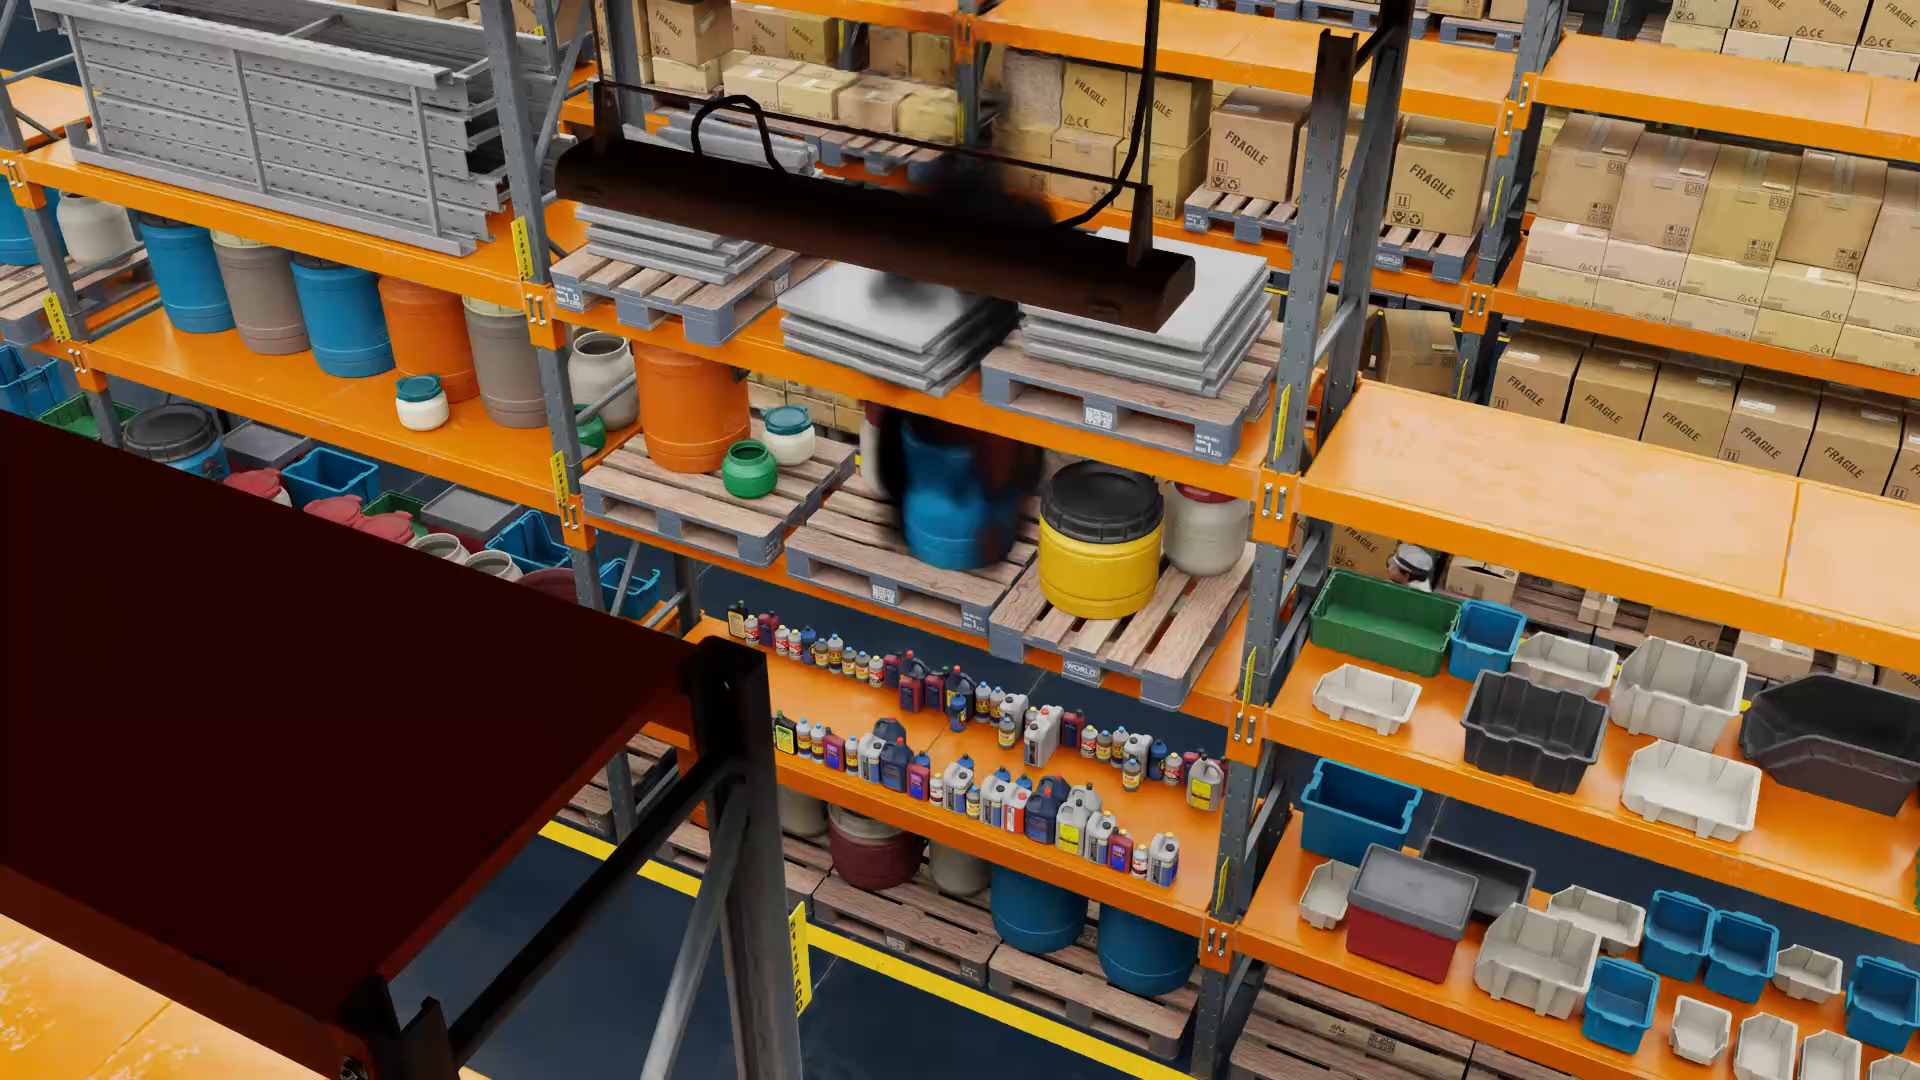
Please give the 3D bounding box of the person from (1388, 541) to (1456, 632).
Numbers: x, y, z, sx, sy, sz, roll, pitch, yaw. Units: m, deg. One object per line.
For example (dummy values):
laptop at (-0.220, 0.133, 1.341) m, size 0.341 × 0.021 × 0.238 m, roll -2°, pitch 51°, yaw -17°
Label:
person at (3.064, 0.802, 10.940) m, size 0.891 × 1.745 × 0.609 m, roll 13°, pitch 37°, yaw 17°
